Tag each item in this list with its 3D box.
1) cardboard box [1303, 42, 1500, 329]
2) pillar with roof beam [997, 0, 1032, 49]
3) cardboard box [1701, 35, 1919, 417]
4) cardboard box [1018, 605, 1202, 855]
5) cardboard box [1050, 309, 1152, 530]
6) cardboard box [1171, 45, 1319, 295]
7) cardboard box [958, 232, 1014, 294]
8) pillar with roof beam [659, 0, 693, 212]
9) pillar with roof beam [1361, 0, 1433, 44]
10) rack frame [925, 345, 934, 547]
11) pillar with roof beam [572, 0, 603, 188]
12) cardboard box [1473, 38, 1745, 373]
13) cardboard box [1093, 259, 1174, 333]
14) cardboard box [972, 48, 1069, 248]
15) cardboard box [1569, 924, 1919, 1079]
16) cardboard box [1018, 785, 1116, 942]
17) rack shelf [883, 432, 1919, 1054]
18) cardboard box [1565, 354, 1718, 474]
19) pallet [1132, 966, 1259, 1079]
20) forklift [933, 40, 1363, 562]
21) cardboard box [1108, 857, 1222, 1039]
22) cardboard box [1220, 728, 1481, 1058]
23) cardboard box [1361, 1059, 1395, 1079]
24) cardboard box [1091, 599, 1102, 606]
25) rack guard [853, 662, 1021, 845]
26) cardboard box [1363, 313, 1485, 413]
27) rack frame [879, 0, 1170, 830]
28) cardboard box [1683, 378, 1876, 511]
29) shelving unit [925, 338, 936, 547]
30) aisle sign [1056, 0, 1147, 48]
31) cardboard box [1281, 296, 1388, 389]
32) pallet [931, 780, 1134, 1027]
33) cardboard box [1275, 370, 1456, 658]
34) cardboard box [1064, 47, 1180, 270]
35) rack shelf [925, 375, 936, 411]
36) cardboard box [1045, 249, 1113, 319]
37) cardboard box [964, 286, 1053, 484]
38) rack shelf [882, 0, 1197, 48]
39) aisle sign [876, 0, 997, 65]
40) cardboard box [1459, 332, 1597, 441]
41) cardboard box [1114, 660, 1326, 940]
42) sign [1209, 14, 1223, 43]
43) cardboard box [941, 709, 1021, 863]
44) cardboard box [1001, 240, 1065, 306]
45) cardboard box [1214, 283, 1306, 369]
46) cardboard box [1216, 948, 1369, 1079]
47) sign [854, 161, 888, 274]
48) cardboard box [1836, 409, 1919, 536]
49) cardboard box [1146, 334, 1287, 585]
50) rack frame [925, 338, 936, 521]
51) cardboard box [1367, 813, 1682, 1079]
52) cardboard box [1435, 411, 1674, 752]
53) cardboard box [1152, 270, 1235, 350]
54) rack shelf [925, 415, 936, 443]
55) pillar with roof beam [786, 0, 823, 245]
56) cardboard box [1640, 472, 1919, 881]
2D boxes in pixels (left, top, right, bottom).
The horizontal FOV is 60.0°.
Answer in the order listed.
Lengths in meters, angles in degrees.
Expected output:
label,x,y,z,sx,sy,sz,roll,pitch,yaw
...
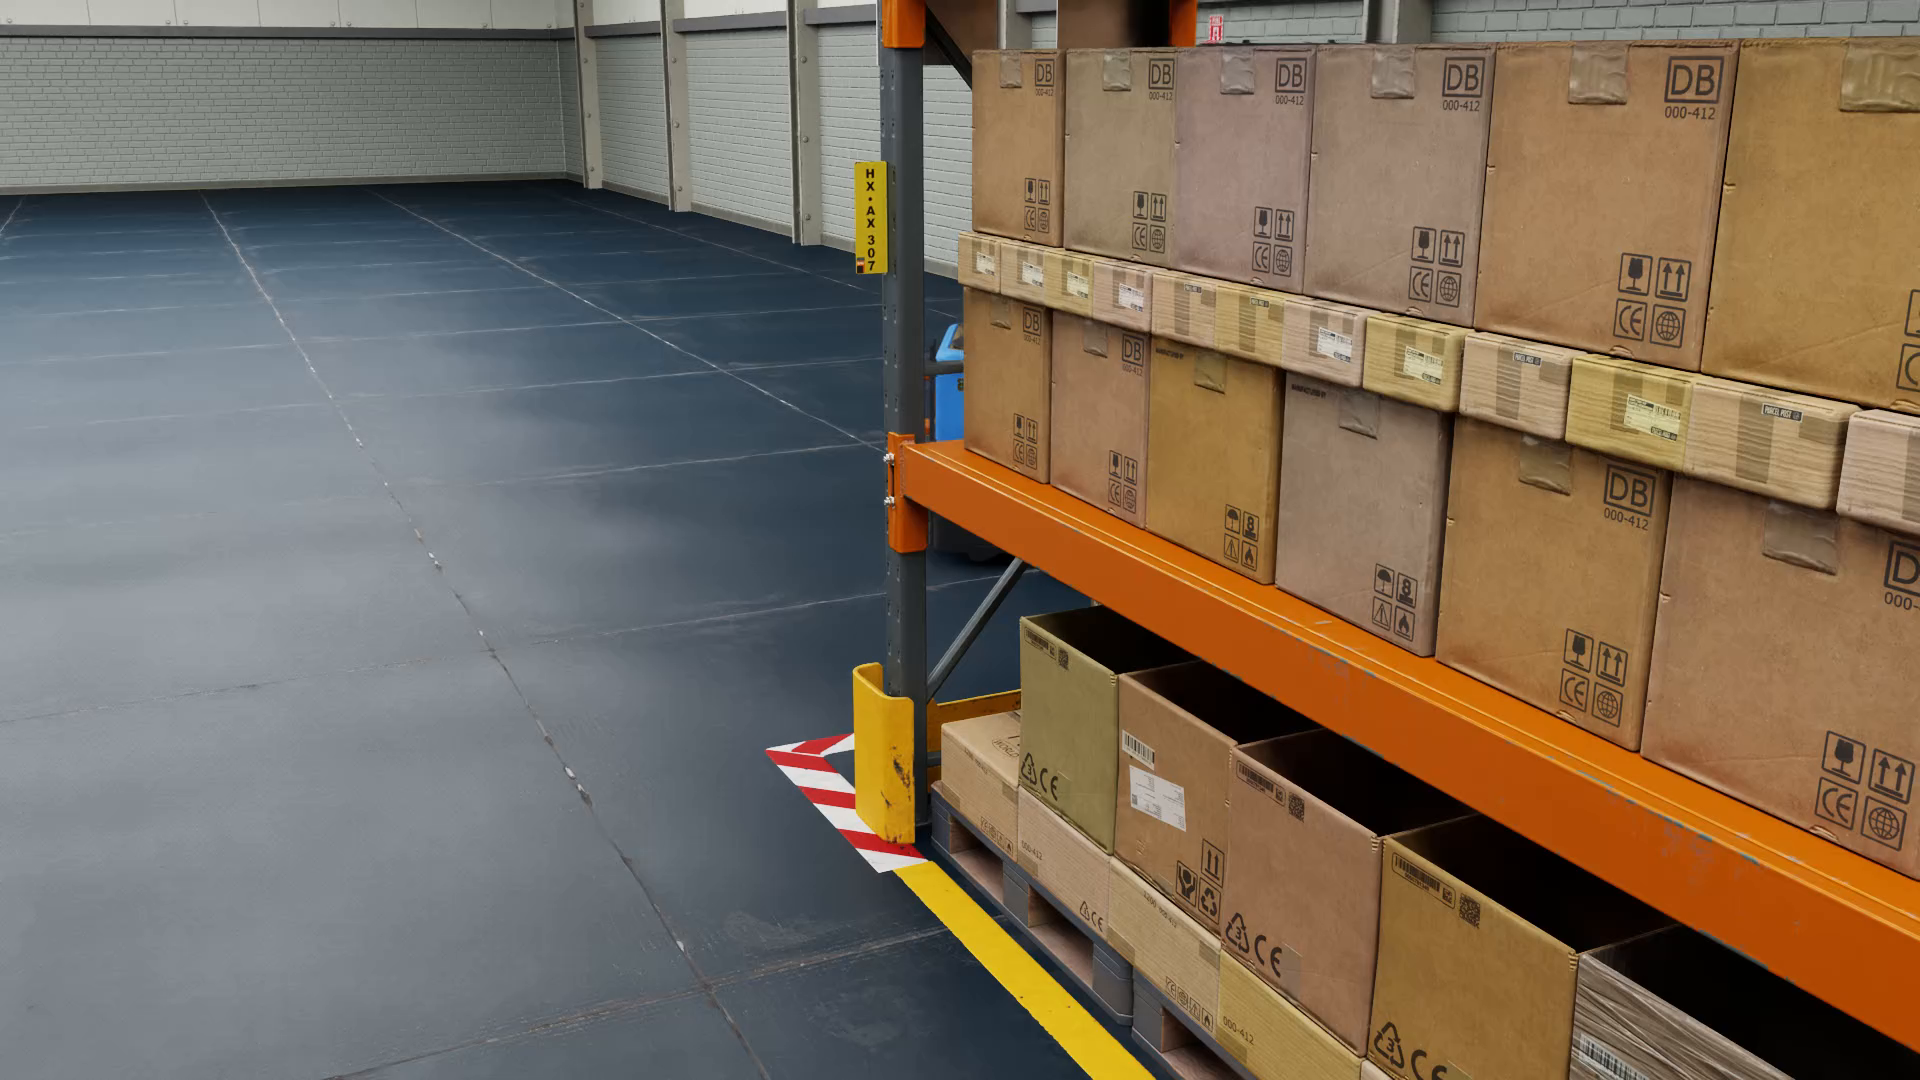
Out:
label,x,y,z,sx,sy,sz,roll,pitch,yaw
cardboard box,1.131,-0.726,3.310,0.700,0.500,0.500,-8,18,-25
pillar with roof beam,-3.353,-6.433,14.855,9.100,9.000,0.400,-8,18,-25
cardboard box,1.569,-0.478,2.446,0.700,0.500,0.500,-8,18,-25
cardboard box,0.494,0.479,4.507,0.500,0.500,0.500,-8,18,-25
cardboard box,0.666,-0.365,4.404,0.700,0.500,0.500,-7,17,-23
cardboard box,0.912,-0.851,3.743,0.700,0.500,0.500,-8,18,-25
cardboard box,0.217,-0.800,4.745,0.380,0.149,0.250,-8,18,-25
pillar with roof beam,-8.610,-9.409,25.223,9.100,9.000,0.400,-8,18,-25
pillar with roof beam,-0.724,-4.946,9.670,9.100,9.000,0.400,-8,18,-25
rack frame,-0.235,-0.473,8.496,0.200,1.050,0.008,1,16,2
pillar with roof beam,-11.238,-10.897,30.408,9.100,9.000,0.400,-8,18,-25
cardboard box,1.350,-0.602,2.879,0.700,0.500,0.500,-8,18,-25
cardboard box,0.552,-0.610,4.083,0.380,0.149,0.250,-8,18,-26
cardboard box,0.455,-1.105,4.631,0.700,0.500,0.500,-8,18,-25
cardboard box,1.383,0.973,2.785,0.500,0.500,0.500,-8,18,-25
cardboard box,0.496,0.839,4.612,0.500,0.250,0.500,-8,18,-25
rack shelf,1.115,0.278,3.649,1.077,0.370,4.000,-8,18,-25
cardboard box,1.235,-0.226,2.743,0.380,0.149,0.250,-8,18,-25
pallet,1.142,1.263,3.967,1.003,0.211,1.213,-8,18,-25
forklift,1.405,-1.396,8.301,3.031,2.935,1.130,1,16,3
cardboard box,0.715,0.963,4.179,0.500,0.250,0.500,-8,18,-25
cardboard box,0.928,0.728,3.641,0.500,0.500,0.500,-8,18,-25
cardboard box,1.149,1.212,3.314,0.500,0.250,0.500,-8,18,-25
cardboard box,0.741,0.292,5.158,0.500,0.500,0.500,-8,18,-25
rack guard,0.228,0.632,5.643,1.175,0.500,0.348,-8,18,-25
cardboard box,1.005,-0.354,3.189,0.380,0.149,0.250,-7,17,-23
rack frame,0.239,-0.564,5.278,1.000,3.000,0.127,-8,18,-25
cardboard box,1.340,-0.165,2.529,0.380,0.149,0.250,-8,18,-25
shelving unit,-0.229,-0.507,8.613,0.215,1.050,0.252,1,16,2
aisle sign,0.474,-1.865,5.100,0.394,0.787,0.004,-8,18,-25
cardboard box,0.890,-0.419,3.416,0.380,0.149,0.250,-7,18,-24
pallet,0.611,0.961,5.019,1.003,0.211,1.213,-8,18,-25
cardboard box,1.112,-0.111,3.519,0.700,0.500,0.500,-7,17,-23
cardboard box,0.690,-0.975,4.178,0.700,0.500,0.500,-8,18,-26
rack shelf,-0.229,-0.770,8.537,0.215,0.259,0.240,1,16,2
cardboard box,0.443,-0.673,4.302,0.380,0.149,0.250,-8,18,-25
cardboard box,0.432,-0.495,4.855,0.700,0.500,0.500,-8,18,-25
rack shelf,1.115,-1.164,3.235,1.077,0.370,4.000,-8,18,-25
aisle sign,-0.065,-1.793,4.847,0.394,0.787,0.004,-8,18,-25
cardboard box,1.124,-0.289,2.961,0.380,0.149,0.250,-7,17,-23
cardboard box,0.725,0.601,4.081,0.500,0.500,0.500,-8,18,-25
sign,2.184,-4.328,14.191,0.001,0.298,0.199,-8,18,-25
cardboard box,0.274,0.716,5.042,0.500,0.250,0.500,-8,18,-25
cardboard box,0.335,-0.735,4.518,0.380,0.149,0.250,-8,18,-26
cardboard box,0.783,-0.481,3.633,0.380,0.149,0.250,-8,18,-26
cardboard box,0.929,1.088,3.745,0.500,0.250,0.500,-8,18,-25
sign,-0.263,-0.953,4.919,0.100,0.325,0.005,-8,18,-25
cardboard box,1.456,-0.100,2.303,0.380,0.149,0.250,-8,18,-27
cardboard box,0.878,-0.241,3.972,0.700,0.500,0.500,-8,18,-25
rack frame,-0.224,-0.541,8.730,0.200,1.050,0.008,1,16,2
cardboard box,1.160,0.850,3.216,0.500,0.500,0.500,-8,18,-25
cardboard box,1.338,0.016,3.077,0.700,0.500,0.500,-7,18,-24
cardboard box,0.671,-0.545,3.853,0.380,0.149,0.250,-8,18,-27
rack shelf,-0.229,-0.497,8.616,0.215,0.259,0.240,1,16,2
pillar with roof beam,-5.981,-7.921,20.039,9.100,9.000,0.400,-8,18,-25
cardboard box,1.554,0.141,2.642,0.700,0.500,0.500,-8,18,-25
